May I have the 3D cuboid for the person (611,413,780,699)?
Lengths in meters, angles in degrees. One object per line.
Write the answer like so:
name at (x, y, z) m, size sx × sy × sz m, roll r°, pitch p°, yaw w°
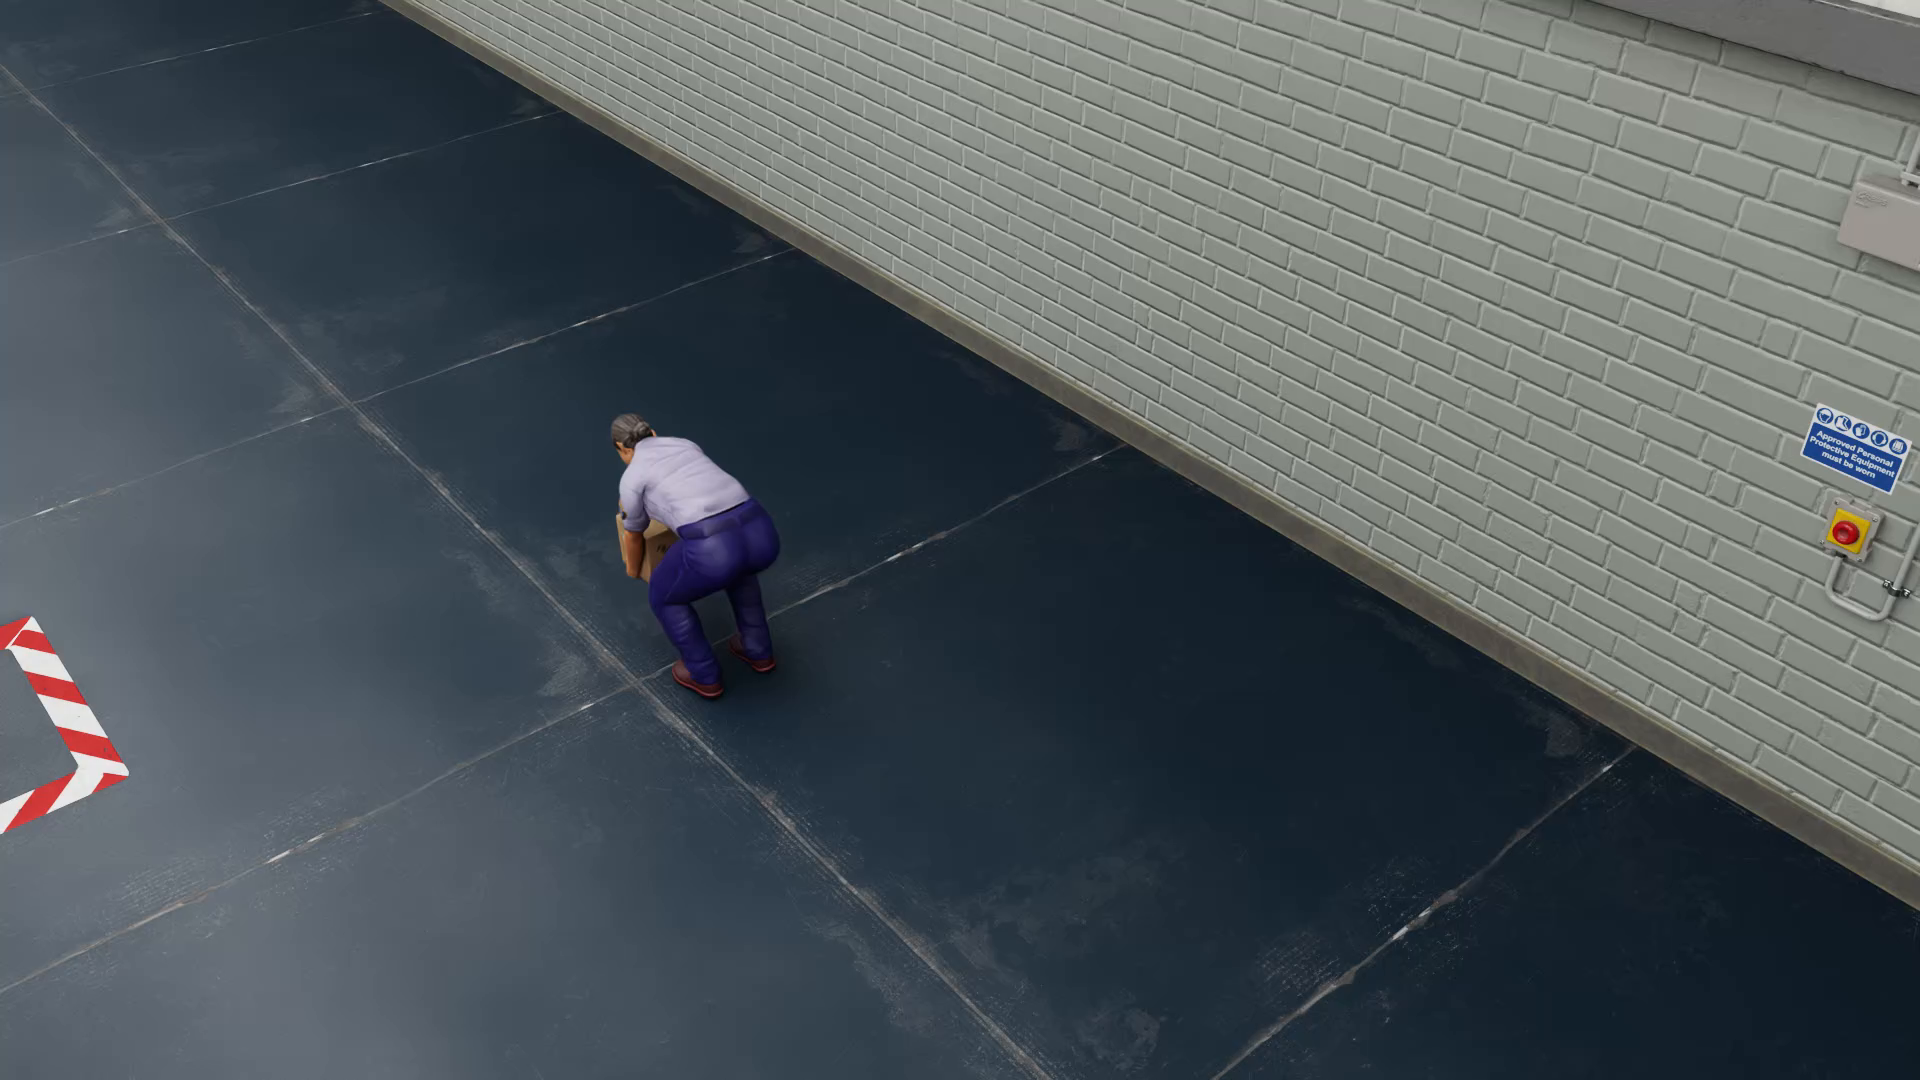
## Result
person at (-1.137, 0.061, 7.058) m, size 0.502 × 1.085 × 0.885 m, roll -28°, pitch 45°, yaw -33°
